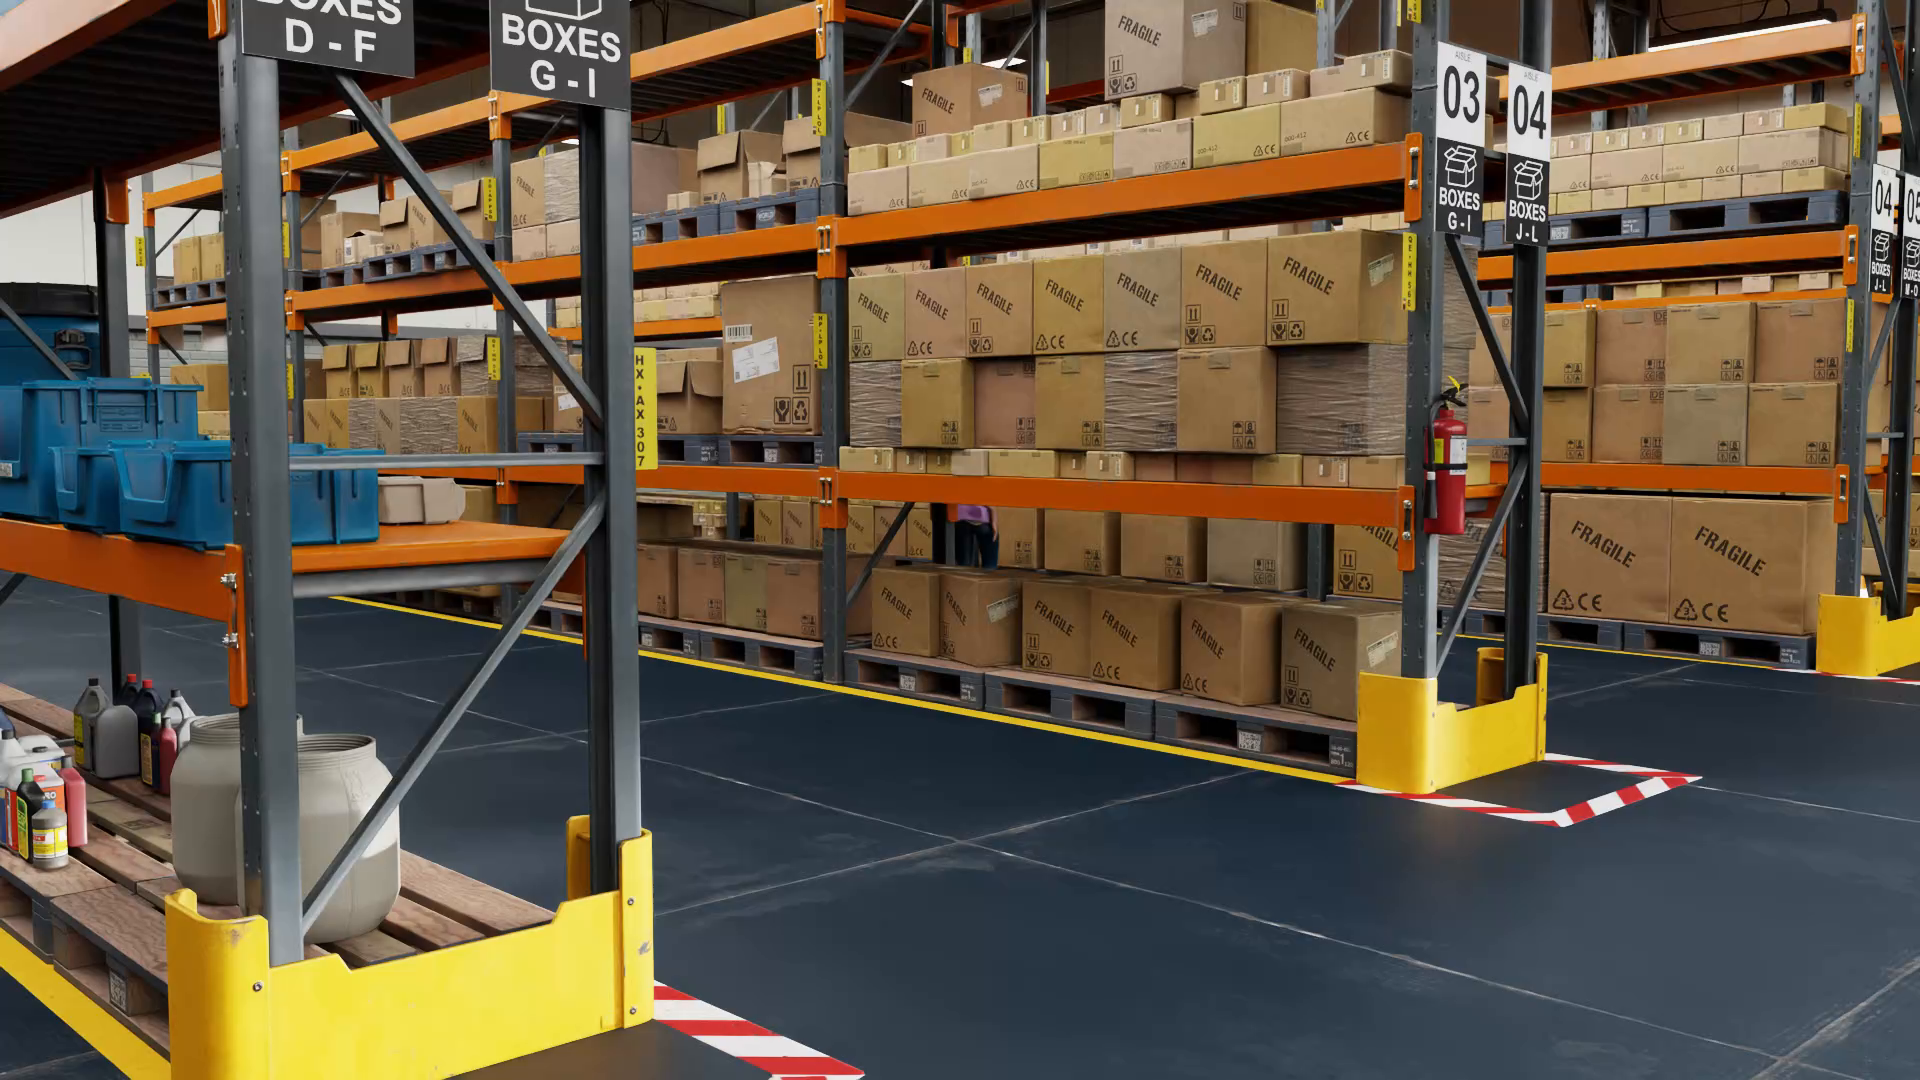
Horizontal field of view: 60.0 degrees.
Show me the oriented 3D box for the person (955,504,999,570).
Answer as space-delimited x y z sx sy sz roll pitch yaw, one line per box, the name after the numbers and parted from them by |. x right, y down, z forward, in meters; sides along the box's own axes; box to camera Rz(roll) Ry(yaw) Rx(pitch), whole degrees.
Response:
0.091 -0.088 12.614 0.443 1.614 0.630 1 4 15 | person
